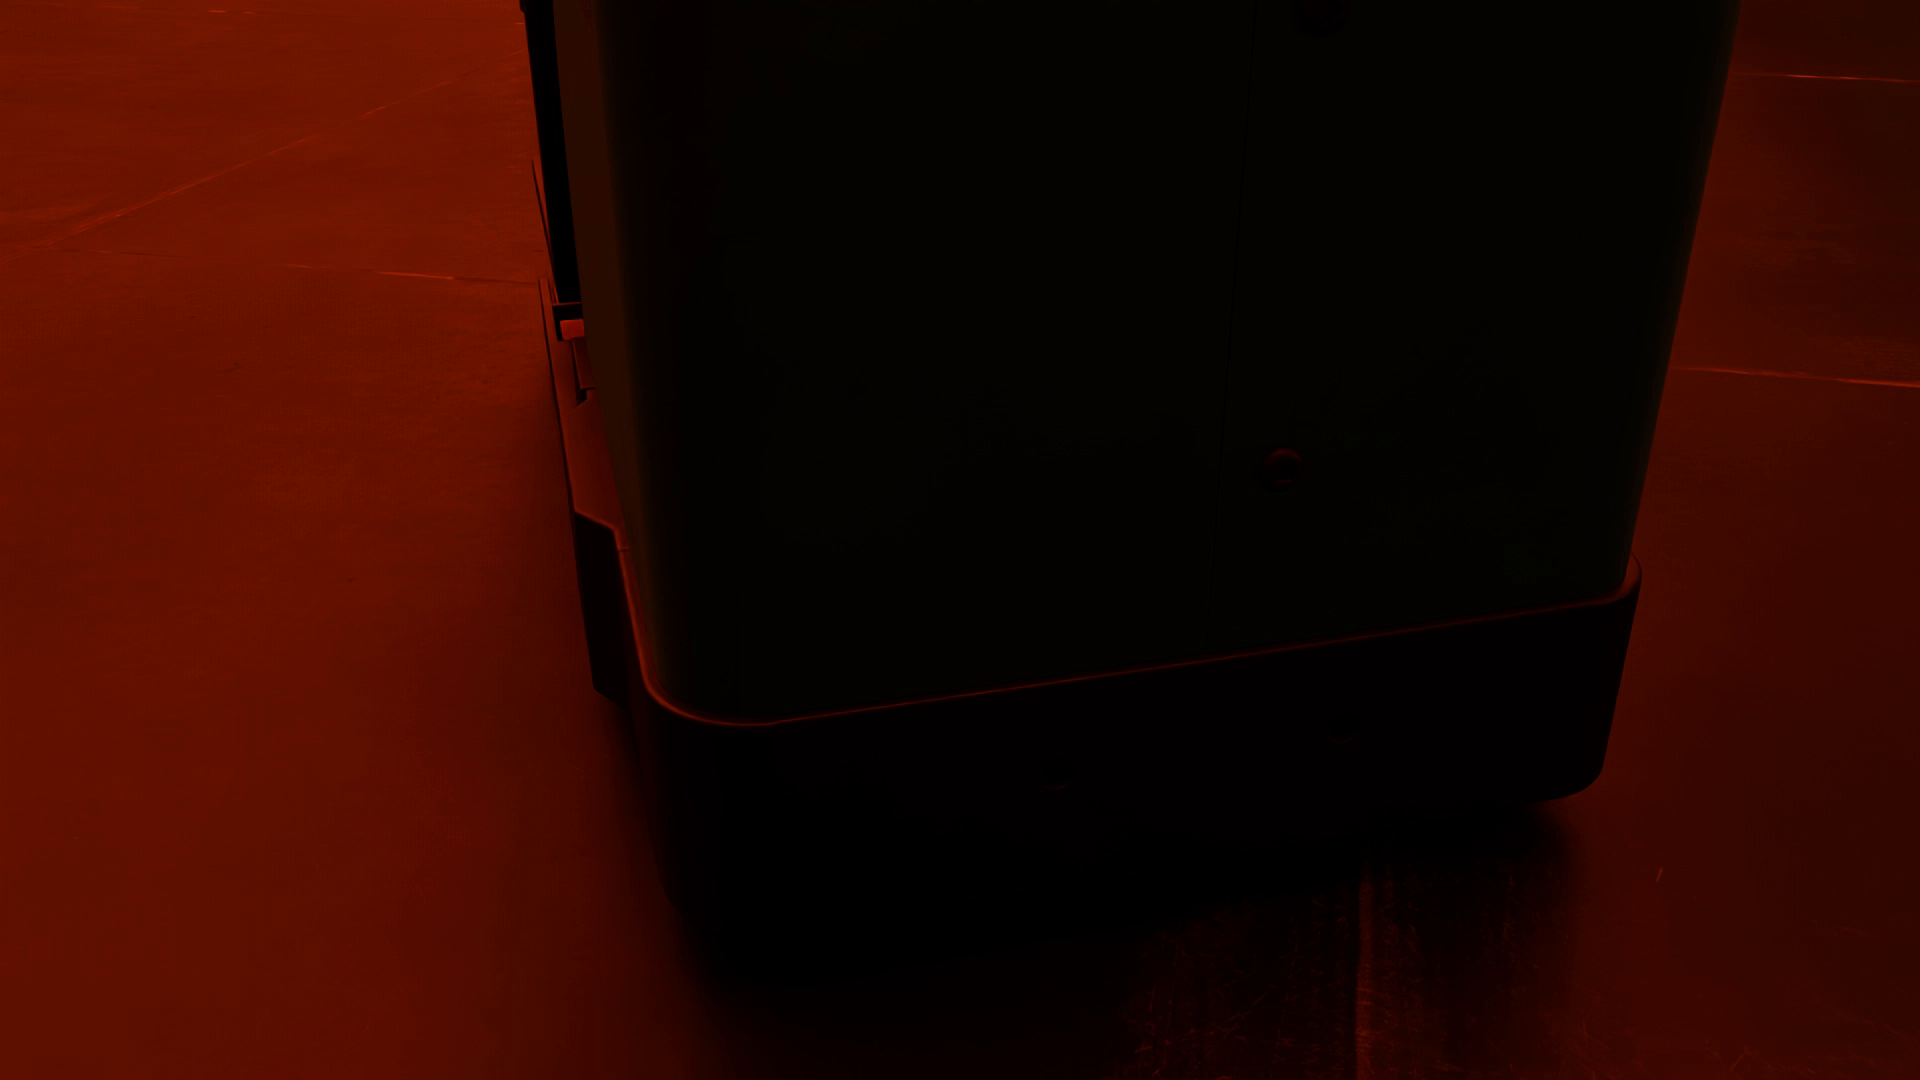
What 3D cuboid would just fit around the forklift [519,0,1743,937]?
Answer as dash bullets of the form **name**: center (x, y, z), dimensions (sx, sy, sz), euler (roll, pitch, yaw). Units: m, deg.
- **forklift**: center (-0.161, -1.574, 2.366), dimensions (1.130, 2.935, 3.031), euler (-7, 28, -14)
